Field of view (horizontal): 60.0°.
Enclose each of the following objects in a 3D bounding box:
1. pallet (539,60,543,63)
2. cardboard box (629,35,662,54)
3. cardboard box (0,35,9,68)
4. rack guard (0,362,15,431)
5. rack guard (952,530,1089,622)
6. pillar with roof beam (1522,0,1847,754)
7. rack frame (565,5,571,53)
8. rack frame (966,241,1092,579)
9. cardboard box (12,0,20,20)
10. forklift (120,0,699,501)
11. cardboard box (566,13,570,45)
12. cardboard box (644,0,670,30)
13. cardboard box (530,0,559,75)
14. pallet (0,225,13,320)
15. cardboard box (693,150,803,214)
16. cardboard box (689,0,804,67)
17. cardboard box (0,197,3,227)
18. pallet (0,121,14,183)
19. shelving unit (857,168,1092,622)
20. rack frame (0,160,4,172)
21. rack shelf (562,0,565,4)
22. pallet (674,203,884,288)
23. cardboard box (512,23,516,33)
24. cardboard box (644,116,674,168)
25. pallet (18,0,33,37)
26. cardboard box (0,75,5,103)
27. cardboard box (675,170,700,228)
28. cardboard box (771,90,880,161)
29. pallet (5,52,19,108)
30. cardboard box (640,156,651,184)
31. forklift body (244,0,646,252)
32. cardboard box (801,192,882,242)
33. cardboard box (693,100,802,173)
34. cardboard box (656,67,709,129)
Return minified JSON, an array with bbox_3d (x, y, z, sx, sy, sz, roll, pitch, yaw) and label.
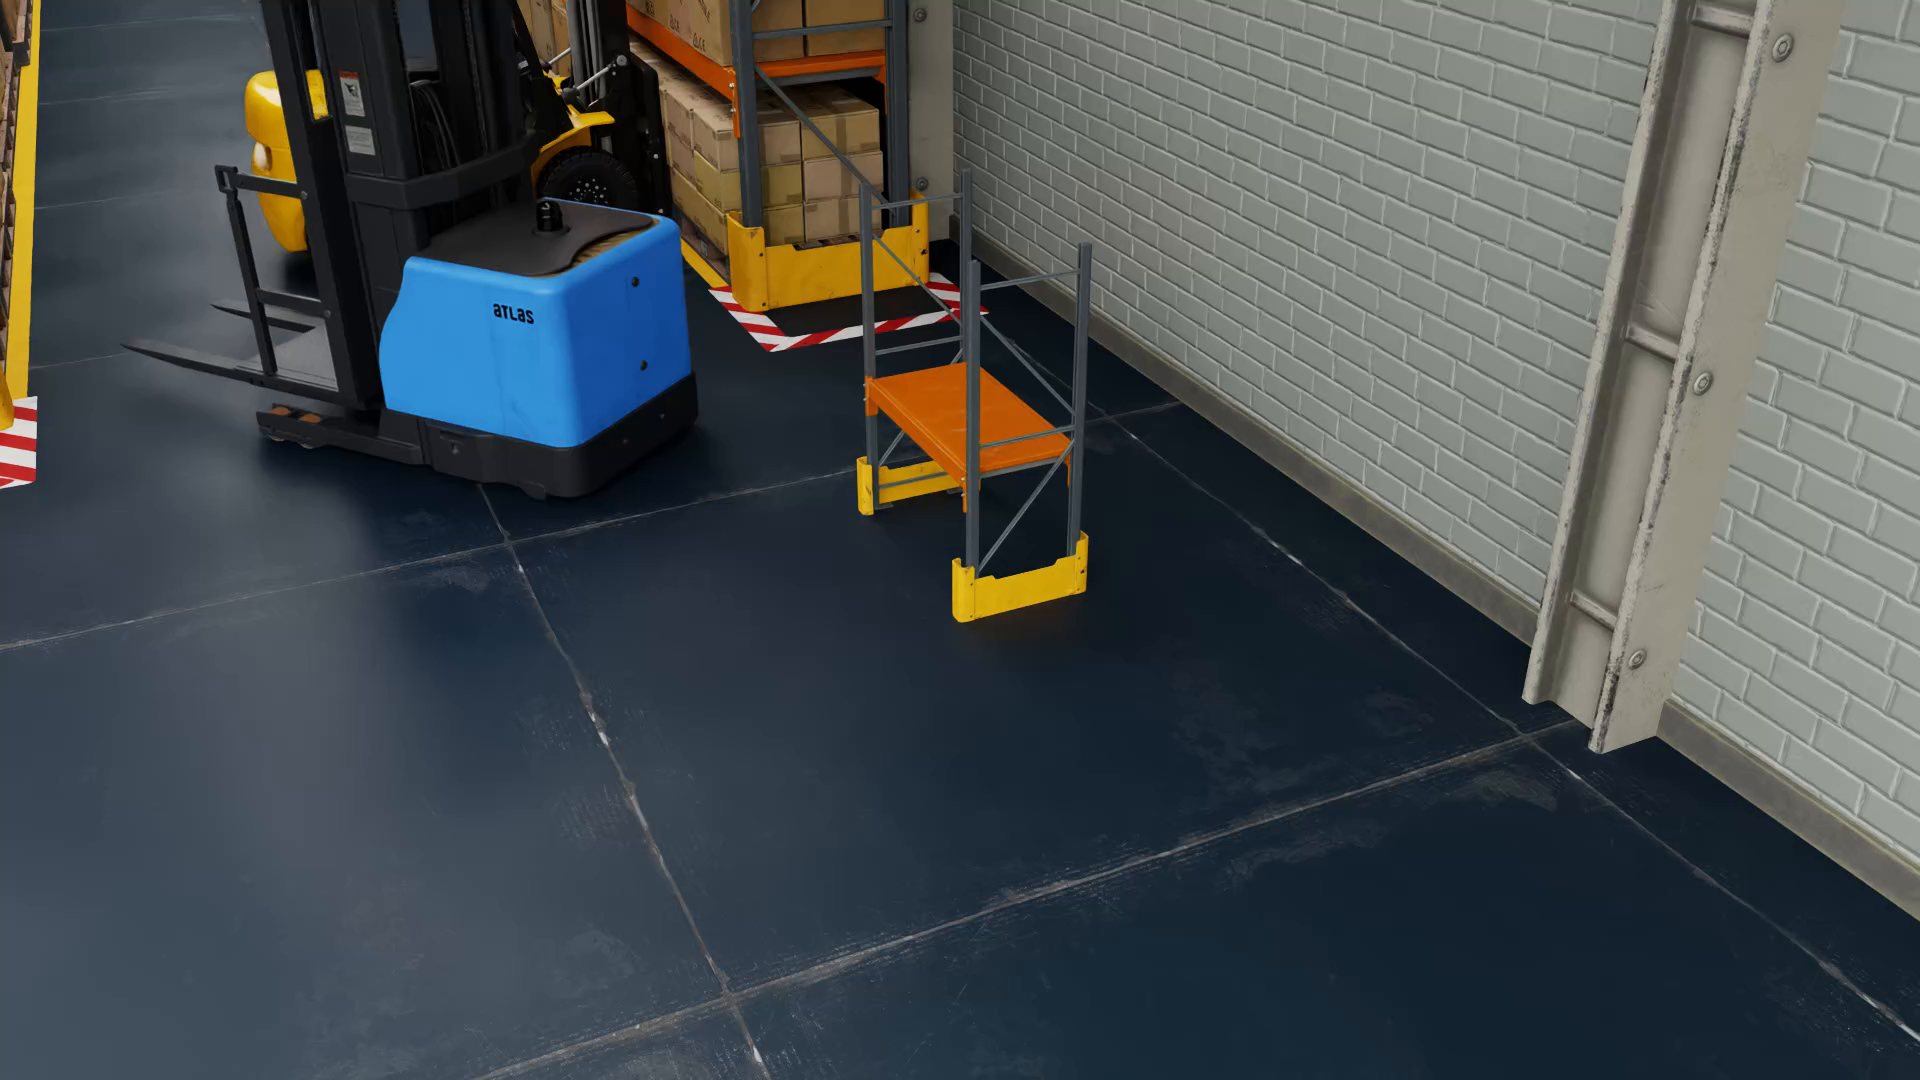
[{"bbox_3d":[-3.371,-4.229,14.576,1.003,0.211,1.213,-13,32,-22],"label":"pallet"},{"bbox_3d":[-2.133,-3.283,11.398,0.500,0.250,0.500,-12,31,-20],"label":"cardboard box"},{"bbox_3d":[-8.457,-4.097,13.746,0.950,0.372,0.625,-15,33,-25],"label":"cardboard box"},{"bbox_3d":[-5.289,-0.721,8.024,1.175,0.500,0.348,-13,32,-22],"label":"rack guard"},{"bbox_3d":[0.247,0.145,6.737,0.587,0.250,0.087,-13,32,-22],"label":"rack guard"},{"bbox_3d":[-1.572,-2.380,2.294,9.100,9.000,0.400,-13,32,-22],"label":"pillar with roof beam"},{"bbox_3d":[-2.492,-4.588,12.365,1.000,3.000,0.127,-13,32,-22],"label":"rack frame"},{"bbox_3d":[0.255,-0.392,6.416,0.500,1.500,0.032,-13,32,-22],"label":"rack frame"},{"bbox_3d":[-9.291,-5.285,15.351,0.875,0.875,0.875,-13,32,-21],"label":"cardboard box"},{"bbox_3d":[-2.846,-1.936,7.705,3.031,2.935,1.130,13,32,22],"label":"forklift"},{"bbox_3d":[-2.568,-3.729,12.192,0.500,0.250,0.500,-14,32,-23],"label":"cardboard box"},{"bbox_3d":[-1.658,-3.484,10.295,0.500,0.500,0.500,-14,32,-23],"label":"cardboard box"},{"bbox_3d":[-3.052,-4.308,13.864,0.875,0.625,0.625,-13,32,-22],"label":"cardboard box"},{"bbox_3d":[-6.125,-1.499,9.708,1.003,0.211,1.213,-13,32,-22],"label":"pallet"},{"bbox_3d":[-1.266,-2.172,9.928,0.500,0.250,0.500,-14,32,-23],"label":"cardboard box"},{"bbox_3d":[-1.223,-3.027,9.479,0.500,0.500,0.500,-14,32,-23],"label":"cardboard box"},{"bbox_3d":[-6.239,-2.090,10.293,0.500,0.250,0.500,-14,32,-23],"label":"cardboard box"},{"bbox_3d":[-7.309,-2.672,11.799,1.003,0.211,1.213,-13,32,-22],"label":"pallet"},{"bbox_3d":[0.033,-0.620,6.823,0.587,1.500,1.083,-13,32,-22],"label":"shelving unit"},{"bbox_3d":[-6.973,-3.544,10.504,1.000,3.000,0.127,-13,32,-22],"label":"rack frame"},{"bbox_3d":[-3.351,-5.158,14.117,1.077,0.370,4.000,-13,32,-22],"label":"rack shelf"},{"bbox_3d":[-1.141,-1.934,10.483,1.003,0.211,1.213,-13,32,-22],"label":"pallet"},{"bbox_3d":[-3.666,-4.937,14.986,0.875,0.625,0.625,-12,31,-20],"label":"cardboard box"},{"bbox_3d":[-1.712,-2.620,10.726,0.500,0.250,0.500,-14,32,-23],"label":"cardboard box"},{"bbox_3d":[-9.481,-4.997,15.946,1.003,0.211,1.213,-13,32,-22],"label":"pallet"},{"bbox_3d":[-7.813,-3.436,12.568,0.950,0.372,0.625,-12,31,-20],"label":"cardboard box"},{"bbox_3d":[-1.467,-2.168,10.431,0.500,0.250,0.500,-13,32,-22],"label":"cardboard box"},{"bbox_3d":[-0.810,-2.493,9.989,0.500,0.250,0.500,-14,32,-23],"label":"cardboard box"},{"bbox_3d":[-8.356,-3.749,13.721,1.003,0.211,1.213,-13,32,-22],"label":"pallet"},{"bbox_3d":[-1.917,-2.616,11.229,0.500,0.250,0.500,-12,31,-20],"label":"cardboard box"},{"bbox_3d":[-3.236,-2.906,10.233,2.313,2.155,1.214,-13,32,-22],"label":"forklift body"},{"bbox_3d":[-0.809,-2.063,10.244,0.500,0.250,0.500,-13,32,-22],"label":"cardboard box"},{"bbox_3d":[-1.254,-2.379,9.786,0.500,0.250,0.500,-12,31,-20],"label":"cardboard box"},{"bbox_3d":[-1.704,-2.824,10.579,0.500,0.250,0.500,-13,32,-21],"label":"cardboard box"}]
